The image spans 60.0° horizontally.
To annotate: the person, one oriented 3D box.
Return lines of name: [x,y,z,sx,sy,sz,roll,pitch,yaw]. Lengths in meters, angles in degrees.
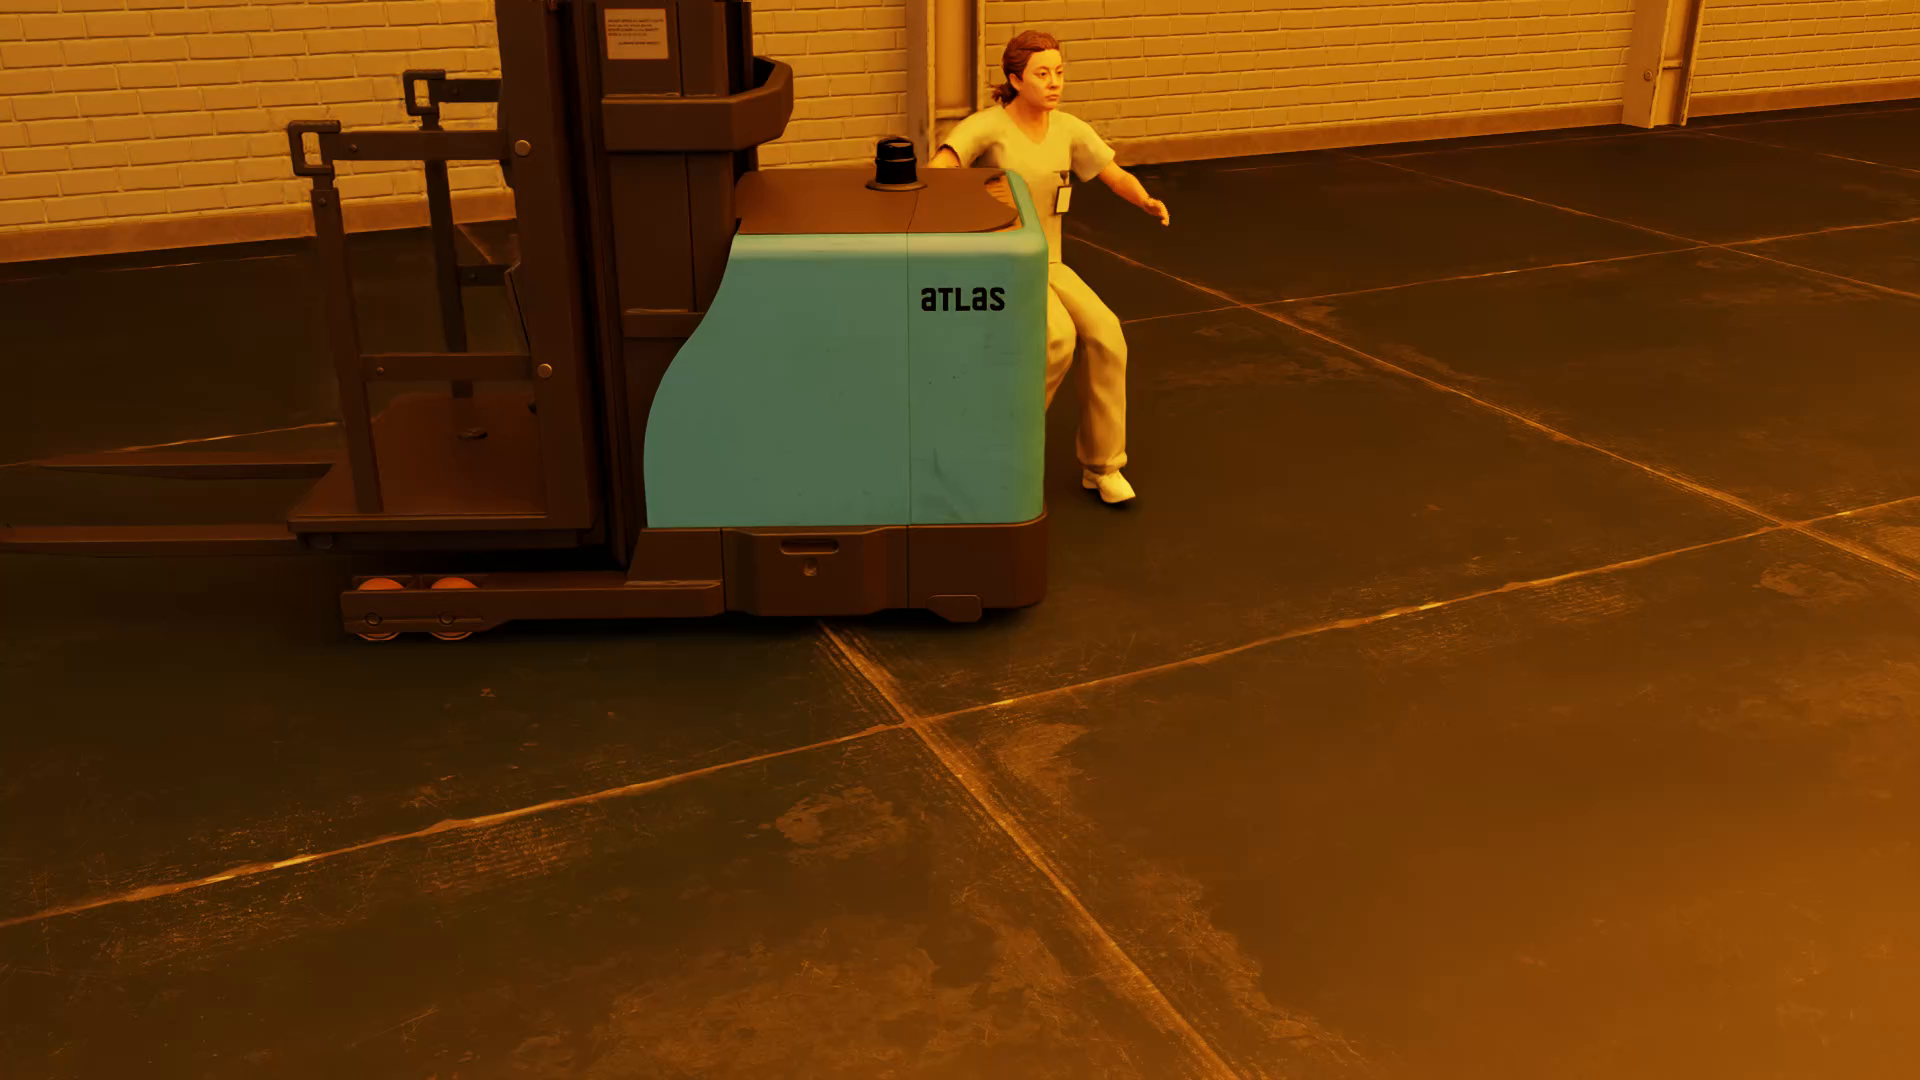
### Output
person: [0.330,-0.876,5.376,0.773,1.438,0.830,-16,28,-34]

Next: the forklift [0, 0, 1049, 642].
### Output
forklift: [-1.291,-1.288,4.387,3.031,2.935,1.130,-1,23,-2]
